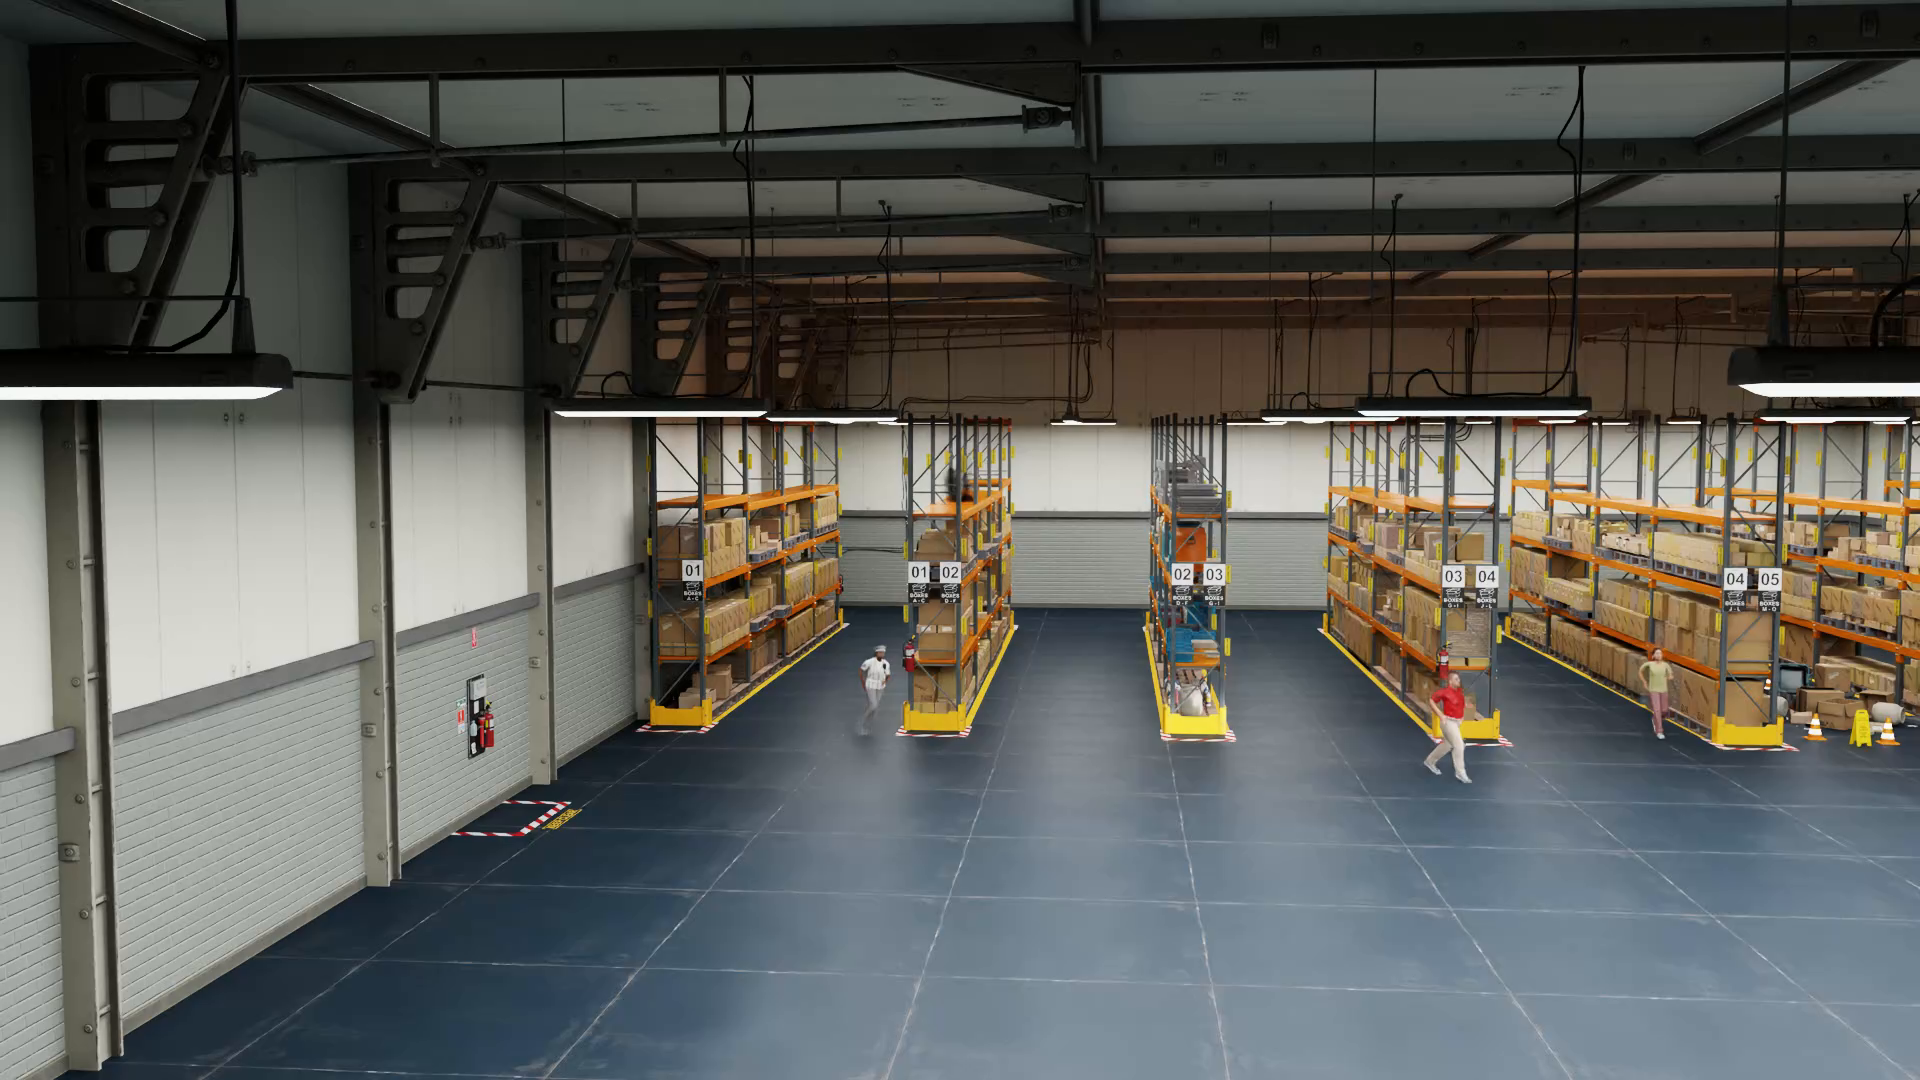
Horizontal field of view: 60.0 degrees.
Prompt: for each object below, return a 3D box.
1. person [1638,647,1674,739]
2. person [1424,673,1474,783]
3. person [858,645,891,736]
[{"bbox_3d":[12.928,2.816,30.818,0.589,1.641,0.867,0,4,6],"label":"person"},{"bbox_3d":[7.998,3.042,27.130,0.884,1.775,0.636,3,5,39],"label":"person"},{"bbox_3d":[-1.595,2.812,31.099,0.612,1.695,0.629,-2,4,-28],"label":"person"}]
